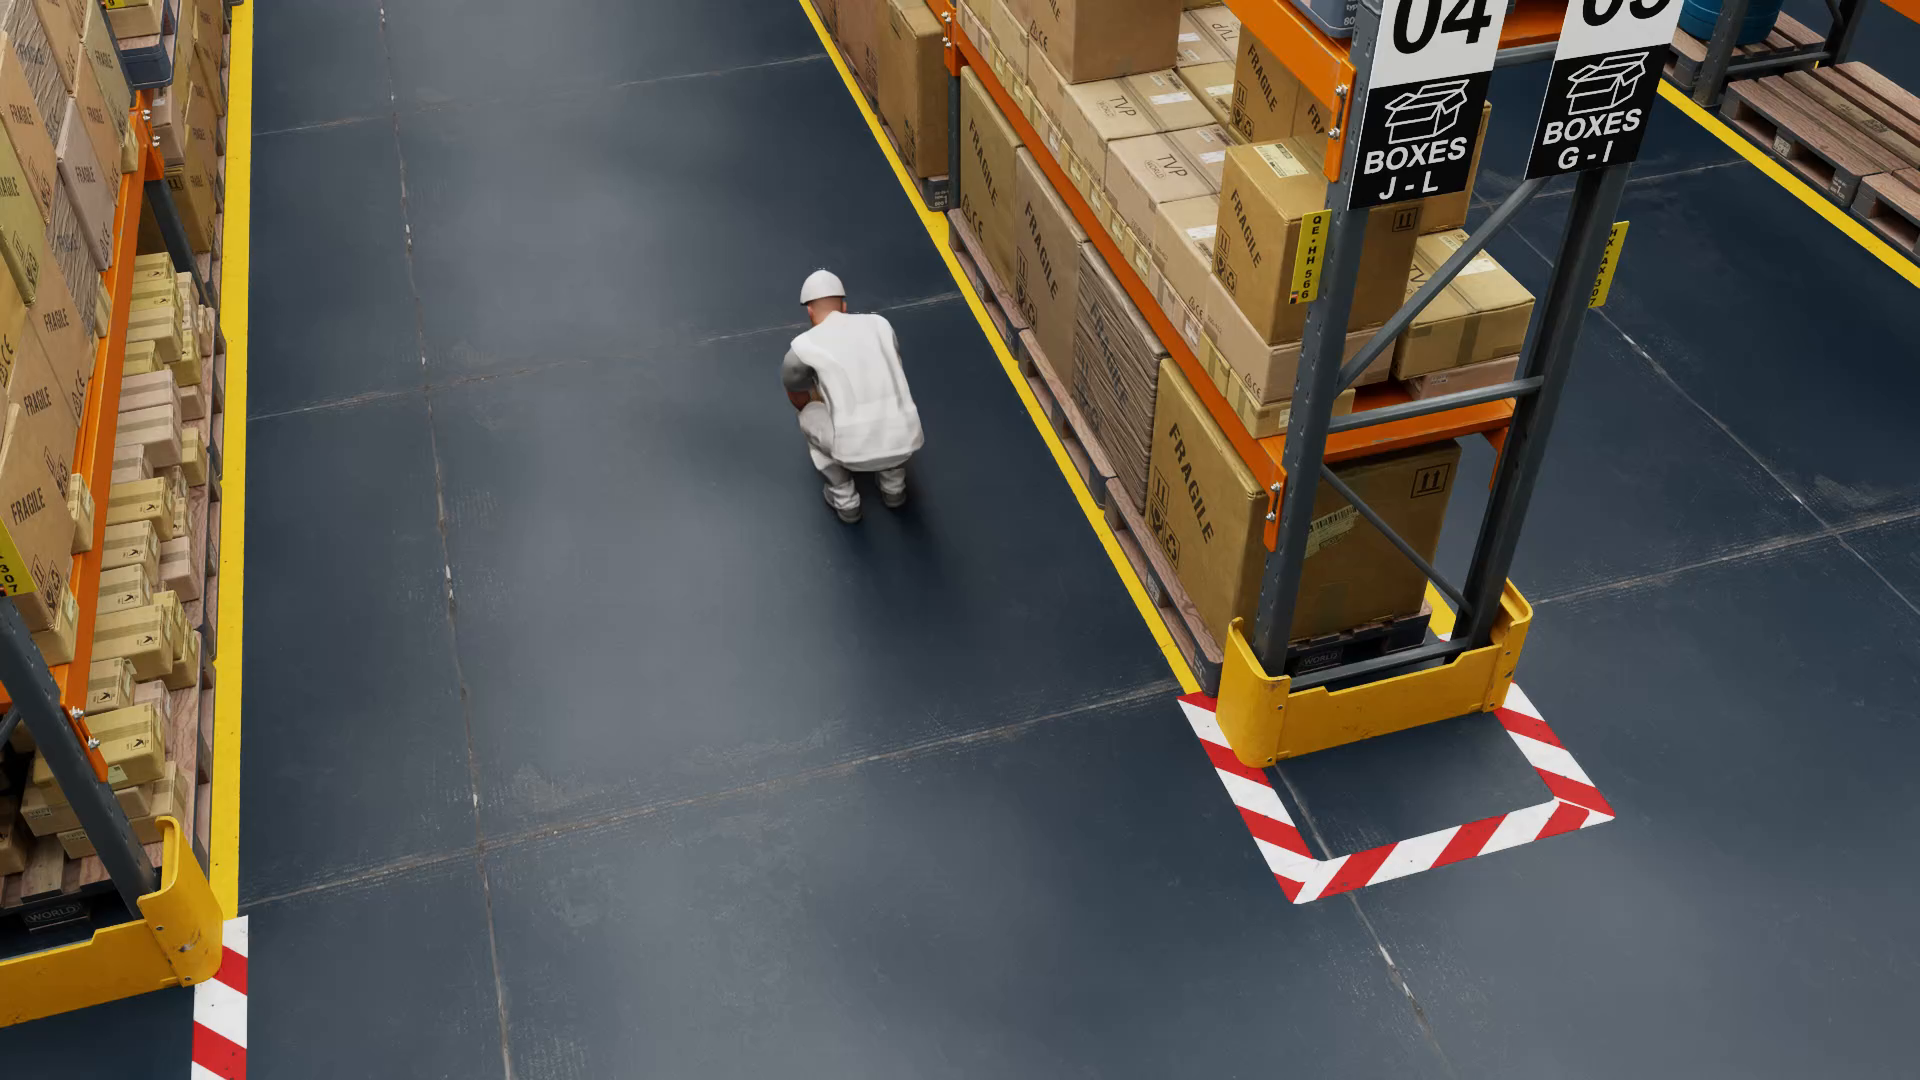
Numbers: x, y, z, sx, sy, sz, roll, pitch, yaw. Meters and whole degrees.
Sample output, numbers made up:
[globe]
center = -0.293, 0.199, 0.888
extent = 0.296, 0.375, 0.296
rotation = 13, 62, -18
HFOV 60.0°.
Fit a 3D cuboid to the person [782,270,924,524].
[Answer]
[person]
center = -0.484, -0.622, 7.433
extent = 0.569, 0.999, 0.875
rotation = -12, 43, -13
